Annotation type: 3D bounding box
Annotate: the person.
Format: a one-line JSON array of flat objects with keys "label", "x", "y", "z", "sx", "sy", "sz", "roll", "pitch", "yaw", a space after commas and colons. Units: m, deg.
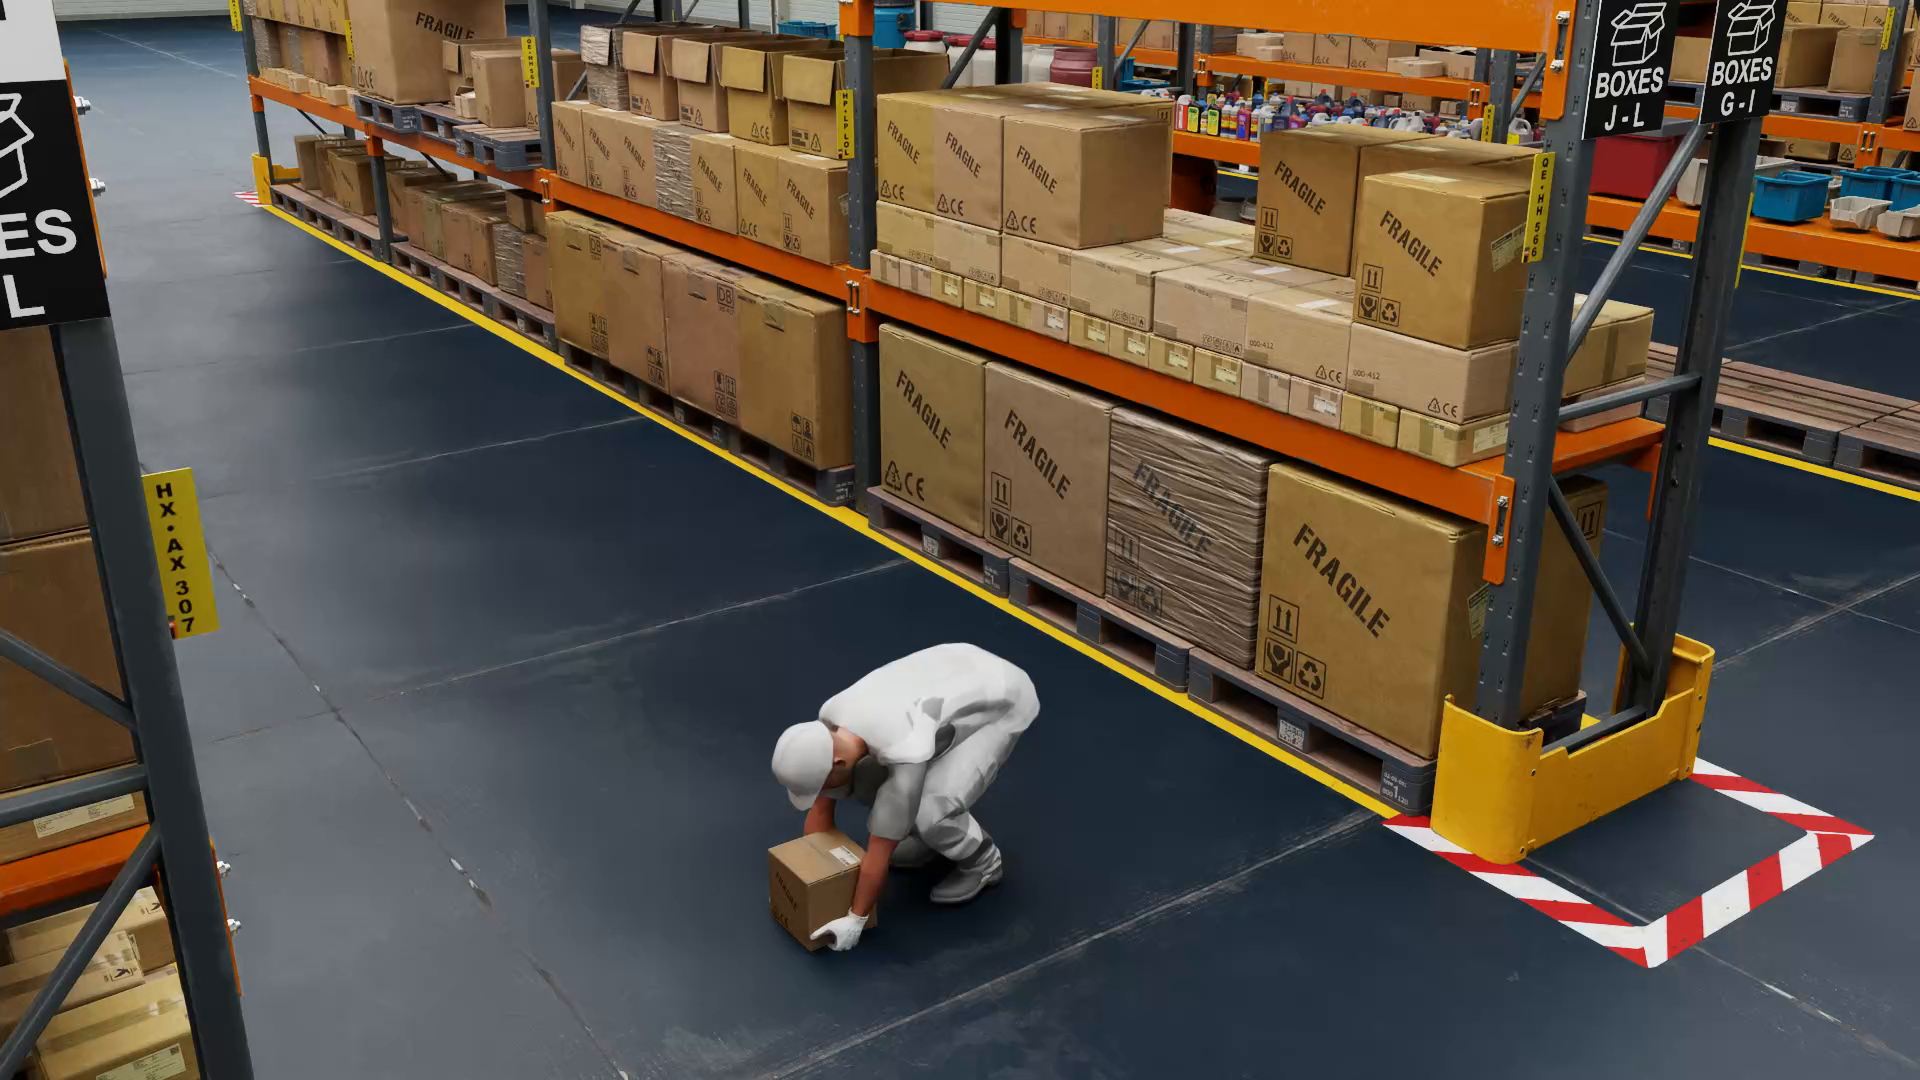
[{"label": "person", "x": -0.184, "y": 0.799, "z": 5.382, "sx": 0.966, "sy": 0.830, "sz": 0.527, "roll": -15, "pitch": 26, "yaw": -34}]
